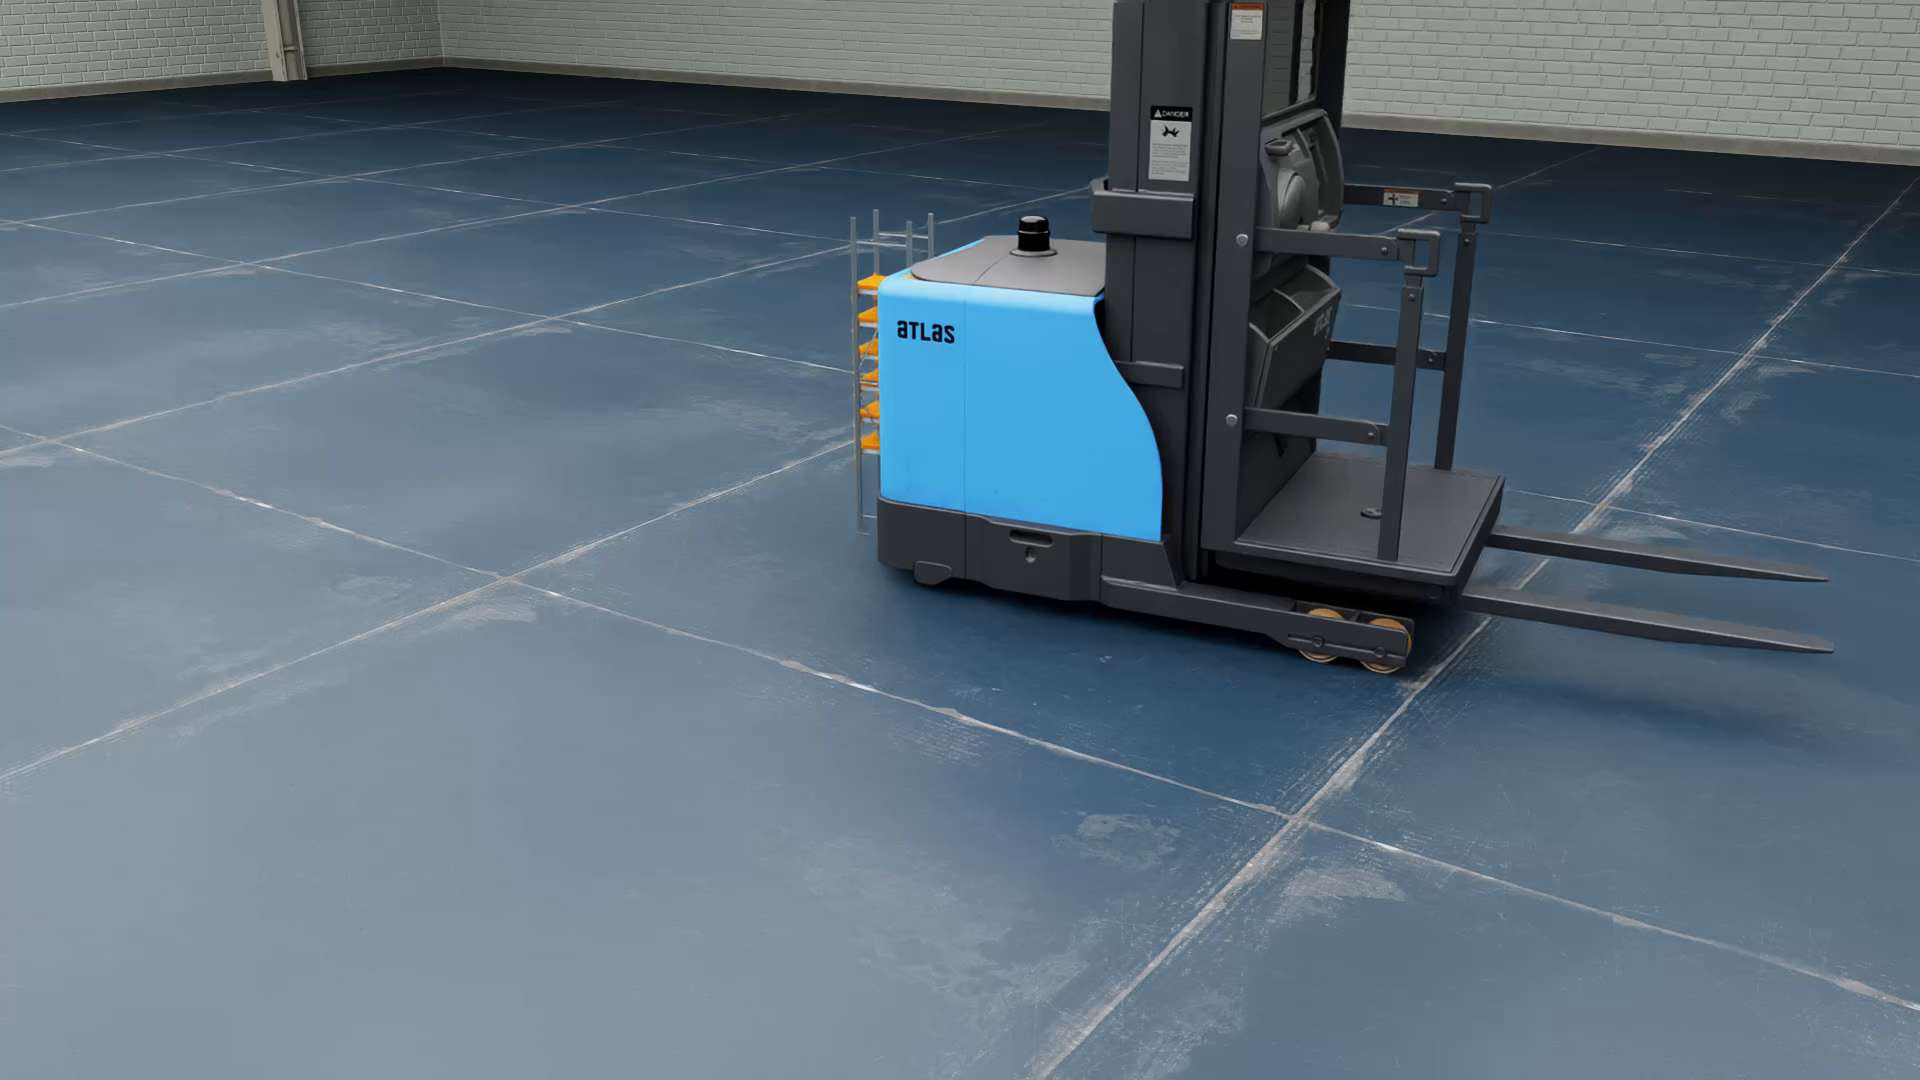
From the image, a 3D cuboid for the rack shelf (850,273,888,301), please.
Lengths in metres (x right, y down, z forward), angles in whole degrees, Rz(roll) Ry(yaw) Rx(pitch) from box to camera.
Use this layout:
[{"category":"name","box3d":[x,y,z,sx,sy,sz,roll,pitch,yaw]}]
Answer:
[{"category":"rack shelf","box3d":[-0.242,-0.893,6.041,0.258,0.103,0.180,9,22,22]}]

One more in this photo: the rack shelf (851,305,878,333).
[{"category":"rack shelf","box3d":[-0.242,-0.781,6.083,0.258,0.103,0.180,9,22,22]}]

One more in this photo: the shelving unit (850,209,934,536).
[{"category":"shelving unit","box3d":[-0.242,-0.597,6.150,0.258,1.200,0.189,9,22,22]}]

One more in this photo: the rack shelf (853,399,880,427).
[{"category":"rack shelf","box3d":[-0.242,-0.443,6.207,0.258,0.103,0.180,9,22,22]}]

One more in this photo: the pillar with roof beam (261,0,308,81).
[{"category":"pillar with roof beam","box3d":[-6.455,-10.258,21.027,9.100,9.000,0.400,13,24,32]}]

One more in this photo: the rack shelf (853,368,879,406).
[{"category":"rack shelf","box3d":[-0.242,-0.556,6.166,0.258,0.103,0.180,9,22,22]}]

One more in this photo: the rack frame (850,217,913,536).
[{"category":"rack frame","box3d":[-0.278,-0.568,6.072,0.240,1.200,0.006,9,22,22]}]

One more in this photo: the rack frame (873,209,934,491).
[{"category":"rack frame","box3d":[-0.206,-0.627,6.229,0.240,1.200,0.006,9,22,22]}]

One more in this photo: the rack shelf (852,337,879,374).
[{"category":"rack shelf","box3d":[-0.242,-0.668,6.124,0.258,0.103,0.180,9,22,22]}]

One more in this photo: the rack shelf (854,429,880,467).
[{"category":"rack shelf","box3d":[-0.242,-0.331,6.249,0.258,0.103,0.180,9,22,22]}]

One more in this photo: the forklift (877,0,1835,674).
[{"category":"forklift","box3d":[1.269,-1.172,5.207,3.031,2.935,1.130,9,22,23]}]
